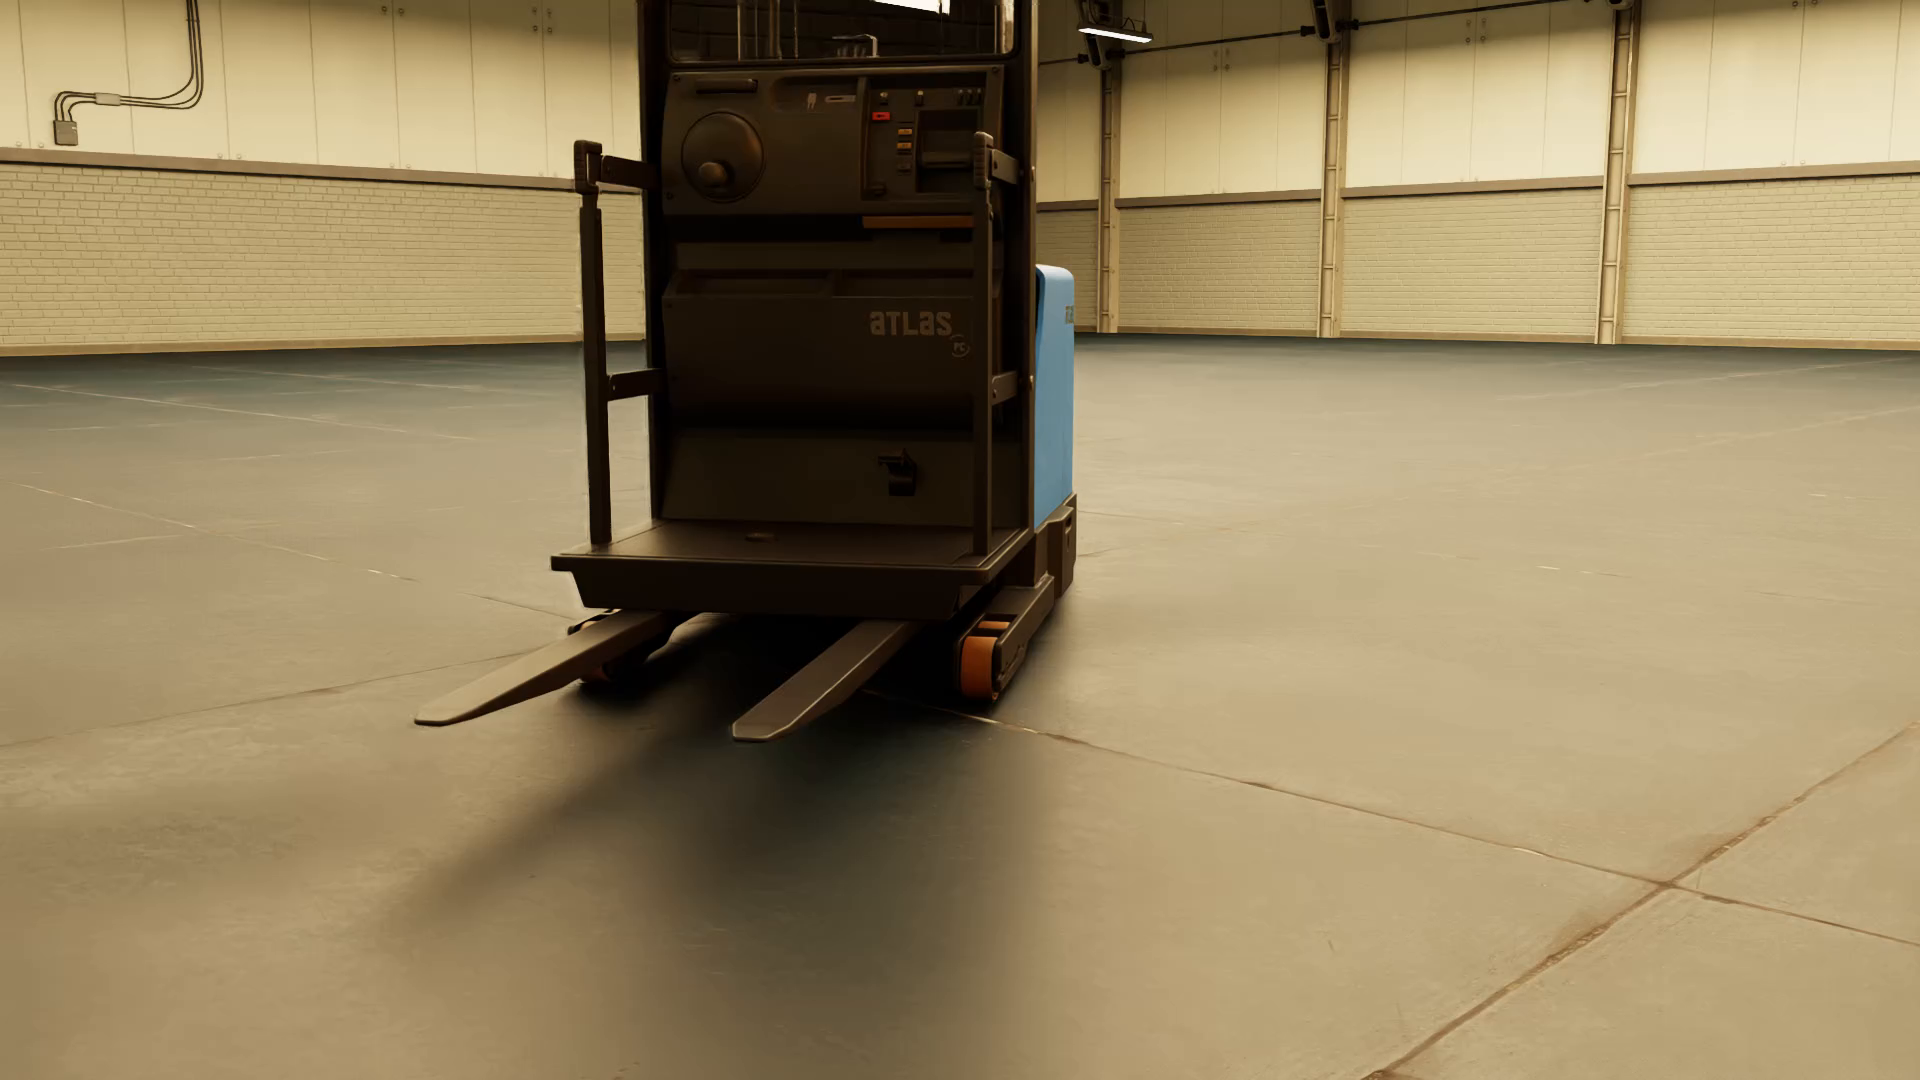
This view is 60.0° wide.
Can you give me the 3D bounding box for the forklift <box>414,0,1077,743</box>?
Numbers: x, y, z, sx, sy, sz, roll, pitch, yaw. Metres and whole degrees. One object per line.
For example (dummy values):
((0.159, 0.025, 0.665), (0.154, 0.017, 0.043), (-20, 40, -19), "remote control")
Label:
((-0.383, -1.111, 4.248), (1.130, 2.935, 3.031), (2, 9, 11), "forklift")
